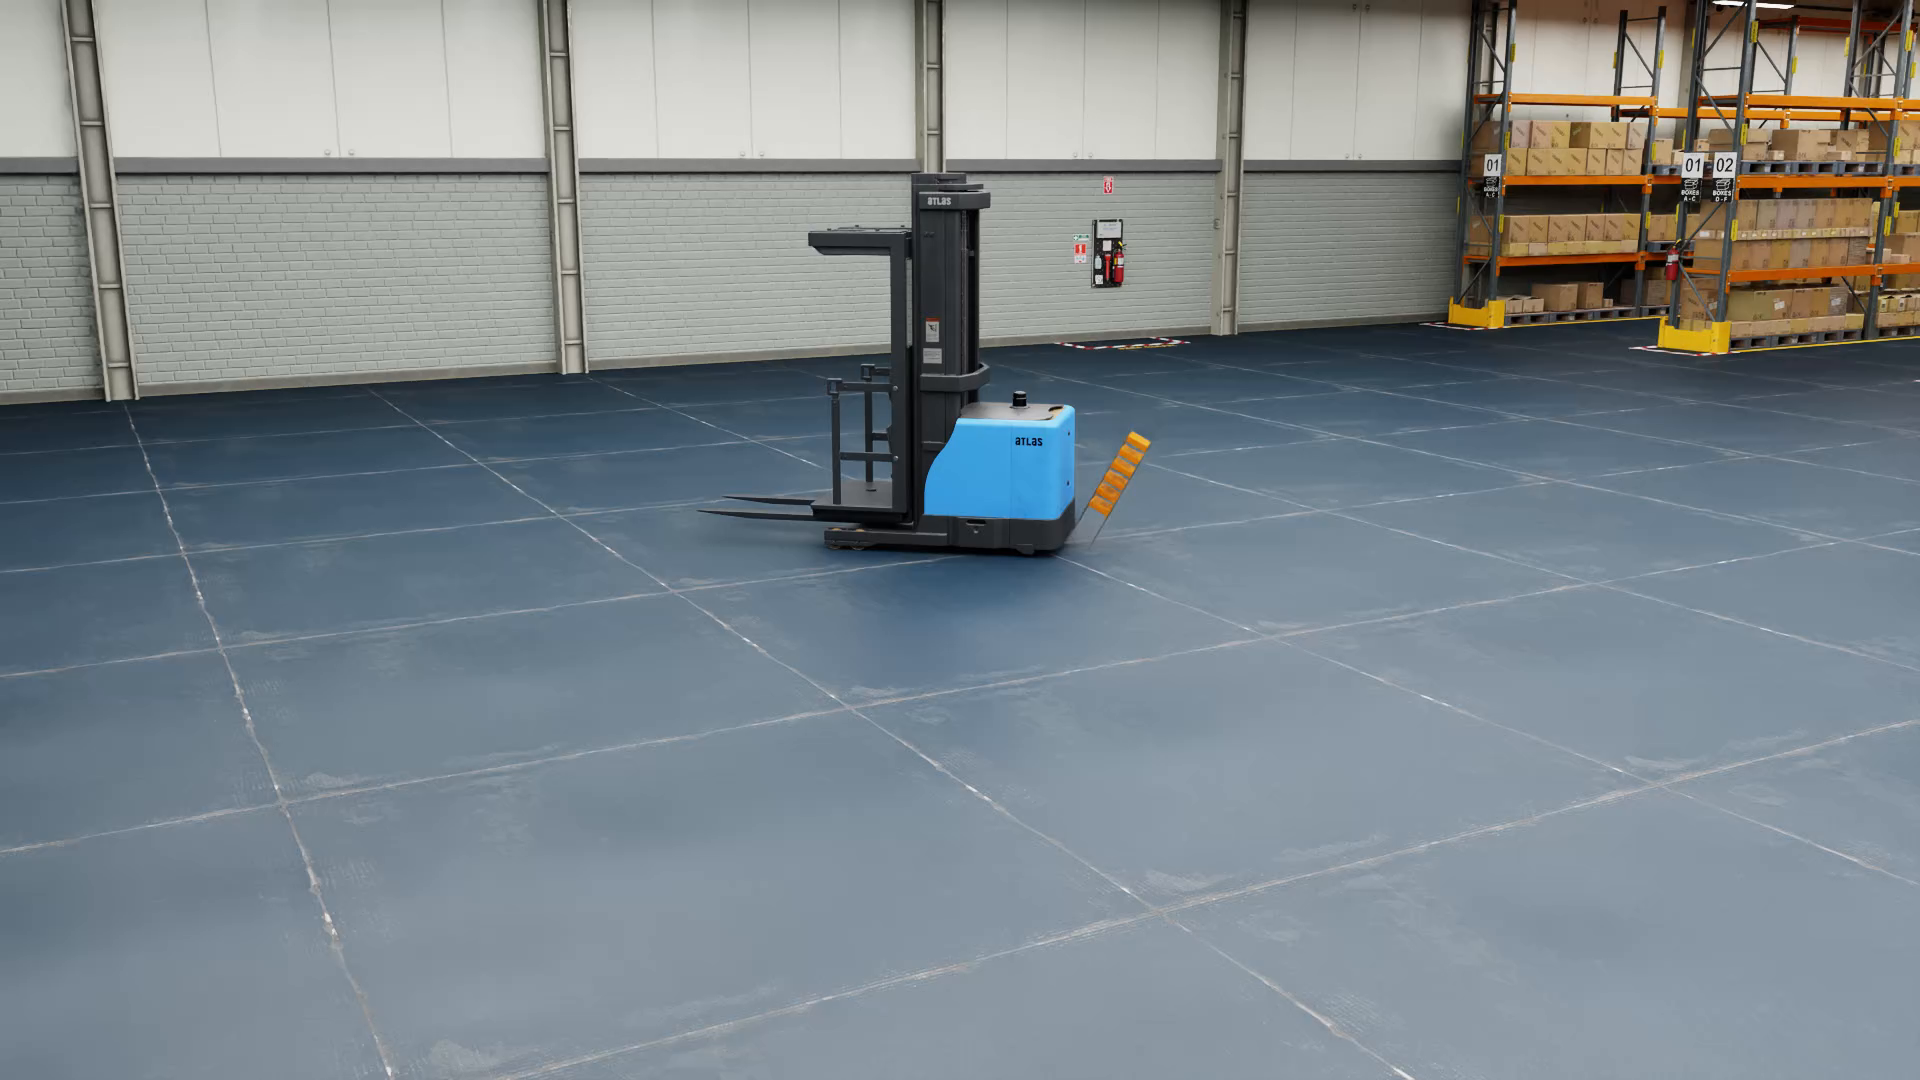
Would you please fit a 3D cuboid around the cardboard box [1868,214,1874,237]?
[{"bbox_3d":[19.667,-6.914,36.548,0.500,0.500,0.500,-7,14,-27],"label":"cardboard box"}]

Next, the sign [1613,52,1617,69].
[{"bbox_3d":[13.101,-9.587,33.227,0.005,0.325,0.100,-7,14,-28],"label":"sign"}]

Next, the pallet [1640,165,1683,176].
[{"bbox_3d":[13.965,-7.438,33.422,1.003,0.211,1.213,-7,14,-28],"label":"pallet"}]

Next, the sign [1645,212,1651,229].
[{"bbox_3d":[13.639,-6.340,32.977,0.005,0.325,0.100,-7,14,-28],"label":"sign"}]

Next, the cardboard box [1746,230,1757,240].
[{"bbox_3d":[12.916,-5.040,27.465,0.250,0.149,0.380,-7,15,-29],"label":"cardboard box"}]

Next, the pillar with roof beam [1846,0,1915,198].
[{"bbox_3d":[22.657,-9.200,33.995,0.548,9.000,9.100,-7,14,-28],"label":"pillar with roof beam"}]

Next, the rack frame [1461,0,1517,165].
[{"bbox_3d":[9.862,-8.527,31.004,0.127,3.000,1.000,-7,14,-28],"label":"rack frame"}]

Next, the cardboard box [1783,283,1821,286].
[{"bbox_3d":[14.757,-4.254,29.277,0.500,0.500,0.500,-7,14,-28],"label":"cardboard box"}]

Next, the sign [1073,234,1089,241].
[{"bbox_3d":[2.081,-5.193,28.566,0.331,0.109,0.001,-7,14,-28],"label":"sign"}]

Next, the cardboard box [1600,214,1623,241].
[{"bbox_3d":[12.670,-6.161,32.741,0.500,0.500,0.500,-7,14,-28],"label":"cardboard box"}]

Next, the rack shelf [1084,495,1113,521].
[{"bbox_3d":[1.114,-0.257,13.273,0.180,0.103,0.258,31,17,5],"label":"rack shelf"}]

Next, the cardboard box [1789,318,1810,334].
[{"bbox_3d":[14.133,-3.681,28.439,0.500,0.250,0.500,-7,14,-28],"label":"cardboard box"}]

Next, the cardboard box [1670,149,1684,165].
[{"bbox_3d":[14.431,-7.753,33.642,0.500,0.311,0.500,-6,14,-26],"label":"cardboard box"}]

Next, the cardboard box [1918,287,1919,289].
[{"bbox_3d":[18.203,-4.570,31.111,0.500,0.311,0.500,-7,15,-29],"label":"cardboard box"}]

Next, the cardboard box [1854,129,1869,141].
[{"bbox_3d":[19.559,-8.888,36.503,0.500,0.250,0.500,-6,14,-24],"label":"cardboard box"}]

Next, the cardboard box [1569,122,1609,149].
[{"bbox_3d":[12.133,-7.809,32.096,0.500,0.500,0.500,-7,15,-30],"label":"cardboard box"}]

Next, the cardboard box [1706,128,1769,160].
[{"bbox_3d":[12.745,-6.493,27.286,0.637,0.503,0.797,-6,14,-24],"label":"cardboard box"}]

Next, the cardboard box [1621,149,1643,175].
[{"bbox_3d":[13.045,-7.442,32.741,0.500,0.500,0.500,-6,14,-26],"label":"cardboard box"}]

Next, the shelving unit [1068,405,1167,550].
[{"bbox_3d":[1.247,-0.494,13.188,0.189,1.200,0.258,31,17,5],"label":"shelving unit"}]

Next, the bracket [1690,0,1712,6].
[{"bbox_3d":[15.134,-11.043,33.984,0.430,0.232,0.235,-7,14,-28],"label":"bracket"}]

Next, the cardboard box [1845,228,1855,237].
[{"bbox_3d":[15.167,-5.309,28.661,0.250,0.149,0.380,-7,15,-30],"label":"cardboard box"}]

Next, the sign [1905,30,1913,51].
[{"bbox_3d":[15.994,-8.417,28.027,0.005,0.325,0.100,-7,14,-28],"label":"sign"}]

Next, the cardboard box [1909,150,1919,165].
[{"bbox_3d":[16.775,-6.783,29.473,0.500,0.250,0.500,-8,15,-33],"label":"cardboard box"}]

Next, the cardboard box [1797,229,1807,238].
[{"bbox_3d":[14.036,-5.173,28.058,0.250,0.149,0.380,-7,14,-27],"label":"cardboard box"}]

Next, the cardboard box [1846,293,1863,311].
[{"bbox_3d":[15.967,-4.302,29.922,0.500,0.311,0.500,-7,14,-28],"label":"cardboard box"}]

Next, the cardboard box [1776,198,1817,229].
[{"bbox_3d":[14.041,-5.542,28.223,0.500,0.500,0.700,-7,14,-28],"label":"cardboard box"}]

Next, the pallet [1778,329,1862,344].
[{"bbox_3d":[15.031,-3.631,29.263,1.213,0.211,1.003,-7,14,-28],"label":"pallet"}]

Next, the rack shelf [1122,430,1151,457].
[{"bbox_3d":[1.395,-0.757,13.095,0.180,0.103,0.258,31,17,5],"label":"rack shelf"}]

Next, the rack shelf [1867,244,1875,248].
[{"bbox_3d":[18.639,-6.302,36.417,4.000,0.370,1.077,-7,14,-28],"label":"rack shelf"}]

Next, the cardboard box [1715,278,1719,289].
[{"bbox_3d":[15.769,-5.320,35.106,0.500,0.500,0.700,-7,14,-28],"label":"cardboard box"}]

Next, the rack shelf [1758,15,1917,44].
[{"bbox_3d":[18.639,-10.850,35.393,4.000,0.370,1.077,-7,14,-28],"label":"rack shelf"}]

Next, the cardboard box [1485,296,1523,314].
[{"bbox_3d":[10.512,-4.559,32.156,0.500,0.311,0.500,-9,15,-34],"label":"cardboard box"}]

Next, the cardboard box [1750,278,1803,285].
[{"bbox_3d":[17.592,-5.650,35.824,0.750,0.750,0.750,-7,14,-29],"label":"cardboard box"}]

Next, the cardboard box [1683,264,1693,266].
[{"bbox_3d":[15.297,-5.614,34.708,0.500,0.250,0.500,-7,14,-28],"label":"cardboard box"}]

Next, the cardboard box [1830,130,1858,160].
[{"bbox_3d":[15.181,-6.850,28.881,0.500,0.500,0.500,-6,14,-23],"label":"cardboard box"}]

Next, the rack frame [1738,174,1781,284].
[{"bbox_3d":[16.883,-6.442,35.403,0.127,3.000,1.000,-7,14,-28],"label":"rack frame"}]

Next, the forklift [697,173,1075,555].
[{"bbox_3d":[-0.616,-1.459,13.416,3.031,2.935,1.130,3,13,12],"label":"forklift"}]

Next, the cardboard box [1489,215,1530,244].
[{"bbox_3d":[10.425,-5.895,31.561,0.500,0.500,0.500,-7,14,-28],"label":"cardboard box"}]

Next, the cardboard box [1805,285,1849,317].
[{"bbox_3d":[15.003,-4.155,28.838,0.500,0.500,0.500,-7,14,-28],"label":"cardboard box"}]

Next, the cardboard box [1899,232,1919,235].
[{"bbox_3d":[17.333,-5.302,30.107,0.500,0.500,0.500,-7,14,-28],"label":"cardboard box"}]

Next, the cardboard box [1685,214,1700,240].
[{"bbox_3d":[14.892,-6.464,34.272,0.500,0.500,0.700,-5,14,-20],"label":"cardboard box"}]

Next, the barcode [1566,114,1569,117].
[{"bbox_3d":[11.946,-8.348,32.713,0.075,0.075,0.001,-7,14,-28],"label":"barcode"}]

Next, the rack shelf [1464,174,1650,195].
[{"bbox_3d":[11.617,-6.923,32.348,4.000,0.370,1.077,-7,14,-28],"label":"rack shelf"}]

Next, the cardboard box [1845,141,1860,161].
[{"bbox_3d":[19.112,-8.447,36.251,0.500,0.500,0.700,-7,15,-29],"label":"cardboard box"}]

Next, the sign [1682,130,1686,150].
[{"bbox_3d":[11.991,-6.609,27.476,0.005,0.325,0.100,-7,14,-28],"label":"sign"}]

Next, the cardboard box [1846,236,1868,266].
[{"bbox_3d":[15.363,-5.068,29.069,0.500,0.500,0.700,-7,15,-29],"label":"cardboard box"}]

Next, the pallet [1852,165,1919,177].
[{"bbox_3d":[16.517,-6.532,29.408,1.217,0.209,0.805,-8,15,-30],"label":"pallet"}]

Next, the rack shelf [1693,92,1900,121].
[{"bbox_3d":[13.994,-7.237,27.822,4.000,0.370,1.077,-7,14,-28],"label":"rack shelf"}]

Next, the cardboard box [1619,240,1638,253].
[{"bbox_3d":[13.102,-5.850,33.066,0.500,0.250,0.500,-7,14,-28],"label":"cardboard box"}]

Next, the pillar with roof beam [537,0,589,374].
[{"bbox_3d":[-3.675,-6.044,19.972,0.400,9.000,9.100,-7,14,-28],"label":"pillar with roof beam"}]

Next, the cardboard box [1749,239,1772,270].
[{"bbox_3d":[13.113,-4.798,27.869,0.500,0.500,0.700,-6,14,-26],"label":"cardboard box"}]

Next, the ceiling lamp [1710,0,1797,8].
[{"bbox_3d":[14.599,-11.241,29.768,2.000,3.185,0.800,-7,14,-28],"label":"ceiling lamp"}]

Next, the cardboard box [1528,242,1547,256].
[{"bbox_3d":[10.891,-5.585,31.889,0.500,0.250,0.500,-7,15,-30],"label":"cardboard box"}]

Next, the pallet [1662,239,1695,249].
[{"bbox_3d":[15.166,-6.132,34.463,1.213,0.211,1.003,-7,14,-28],"label":"pallet"}]

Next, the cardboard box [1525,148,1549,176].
[{"bbox_3d":[10.763,-7.159,31.483,0.500,0.500,0.500,-6,14,-24],"label":"cardboard box"}]

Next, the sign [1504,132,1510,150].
[{"bbox_3d":[10.122,-7.386,30.773,0.005,0.325,0.100,-7,14,-28],"label":"sign"}]
